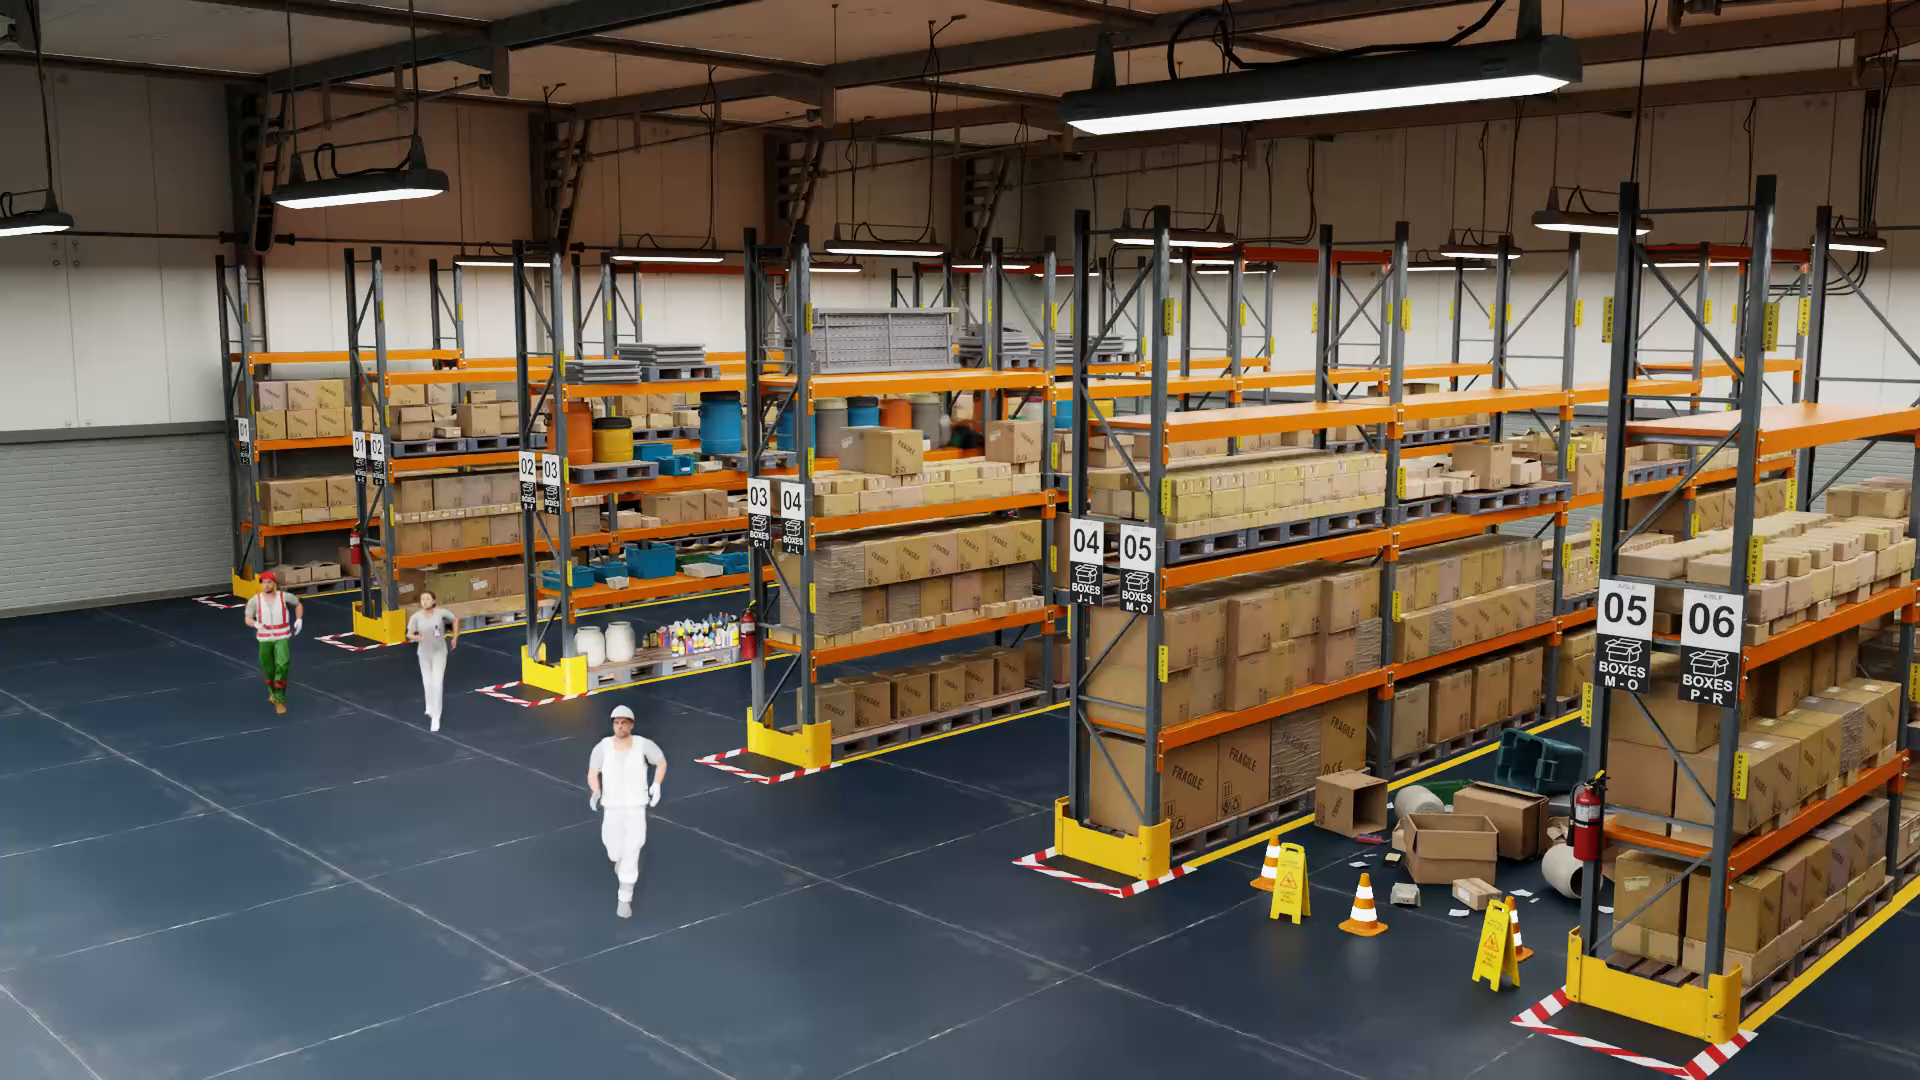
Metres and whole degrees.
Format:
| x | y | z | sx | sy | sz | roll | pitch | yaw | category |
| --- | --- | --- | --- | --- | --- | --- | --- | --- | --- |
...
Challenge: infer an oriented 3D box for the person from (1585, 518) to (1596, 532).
| x | y | z | sx | sy | sz | roll | pitch | yaw | category |
| --- | --- | --- | --- | --- | --- | --- | --- | --- | --- |
| 10.062 | 0.560 | 26.382 | 0.984 | 1.834 | 0.733 | -7 | 10 | -39 | person |

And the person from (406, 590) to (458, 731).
| x | y | z | sx | sy | sz | roll | pitch | yaw | category |
| --- | --- | --- | --- | --- | --- | --- | --- | --- | --- |
| -6.504 | 1.439 | 20.565 | 0.575 | 1.711 | 0.894 | -1 | 8 | -7 | person |

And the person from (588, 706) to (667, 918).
| x | y | z | sx | sy | sz | roll | pitch | yaw | category |
| --- | --- | --- | --- | --- | --- | --- | --- | --- | --- |
| -2.873 | 2.289 | 14.369 | 0.668 | 1.754 | 0.825 | -1 | 8 | -4 | person |

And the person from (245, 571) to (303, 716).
| x | y | z | sx | sy | sz | roll | pitch | yaw | category |
| --- | --- | --- | --- | --- | --- | --- | --- | --- | --- |
| -8.758 | 1.294 | 21.249 | 0.665 | 1.812 | 0.813 | -2 | 8 | -16 | person |
